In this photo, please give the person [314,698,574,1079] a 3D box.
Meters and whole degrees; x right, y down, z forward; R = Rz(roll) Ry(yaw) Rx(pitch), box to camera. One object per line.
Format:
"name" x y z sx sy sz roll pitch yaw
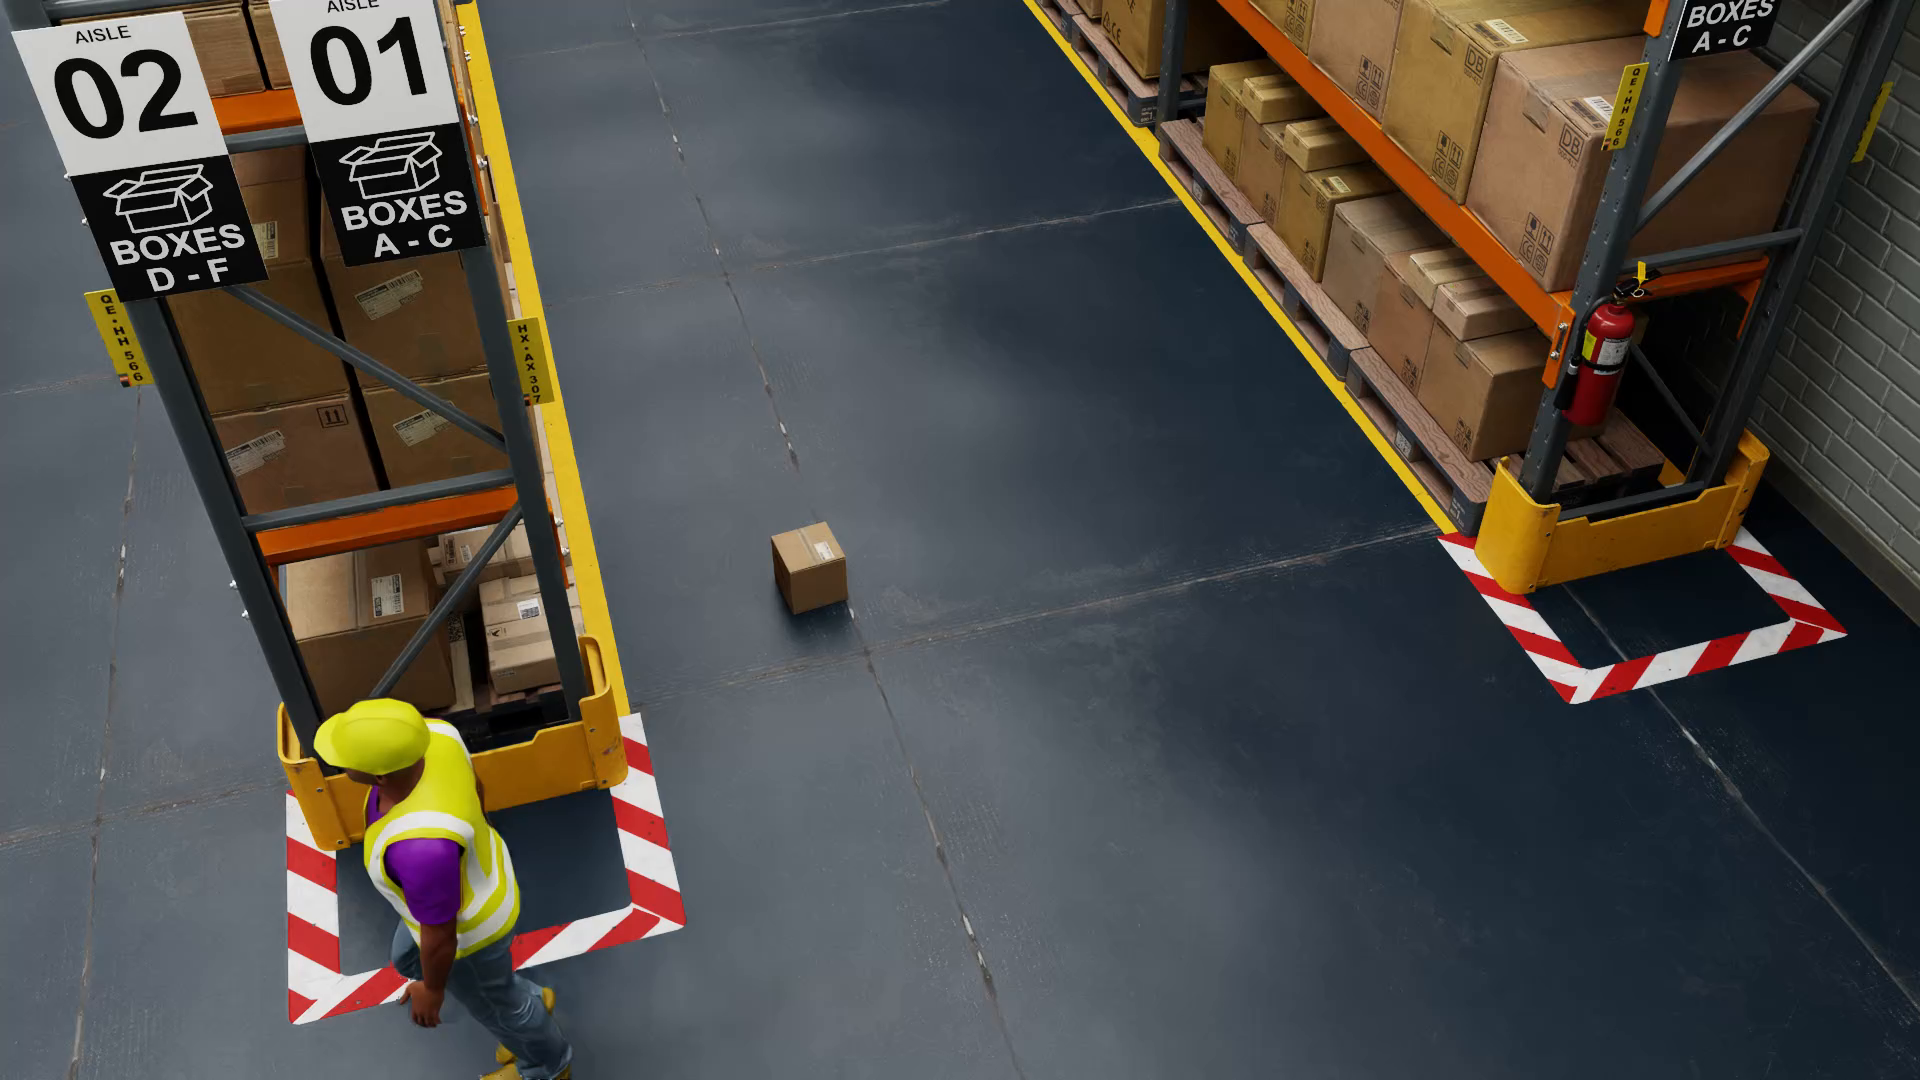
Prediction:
"person" -1.508 1.082 4.919 0.463 1.775 0.636 -11 43 -12
